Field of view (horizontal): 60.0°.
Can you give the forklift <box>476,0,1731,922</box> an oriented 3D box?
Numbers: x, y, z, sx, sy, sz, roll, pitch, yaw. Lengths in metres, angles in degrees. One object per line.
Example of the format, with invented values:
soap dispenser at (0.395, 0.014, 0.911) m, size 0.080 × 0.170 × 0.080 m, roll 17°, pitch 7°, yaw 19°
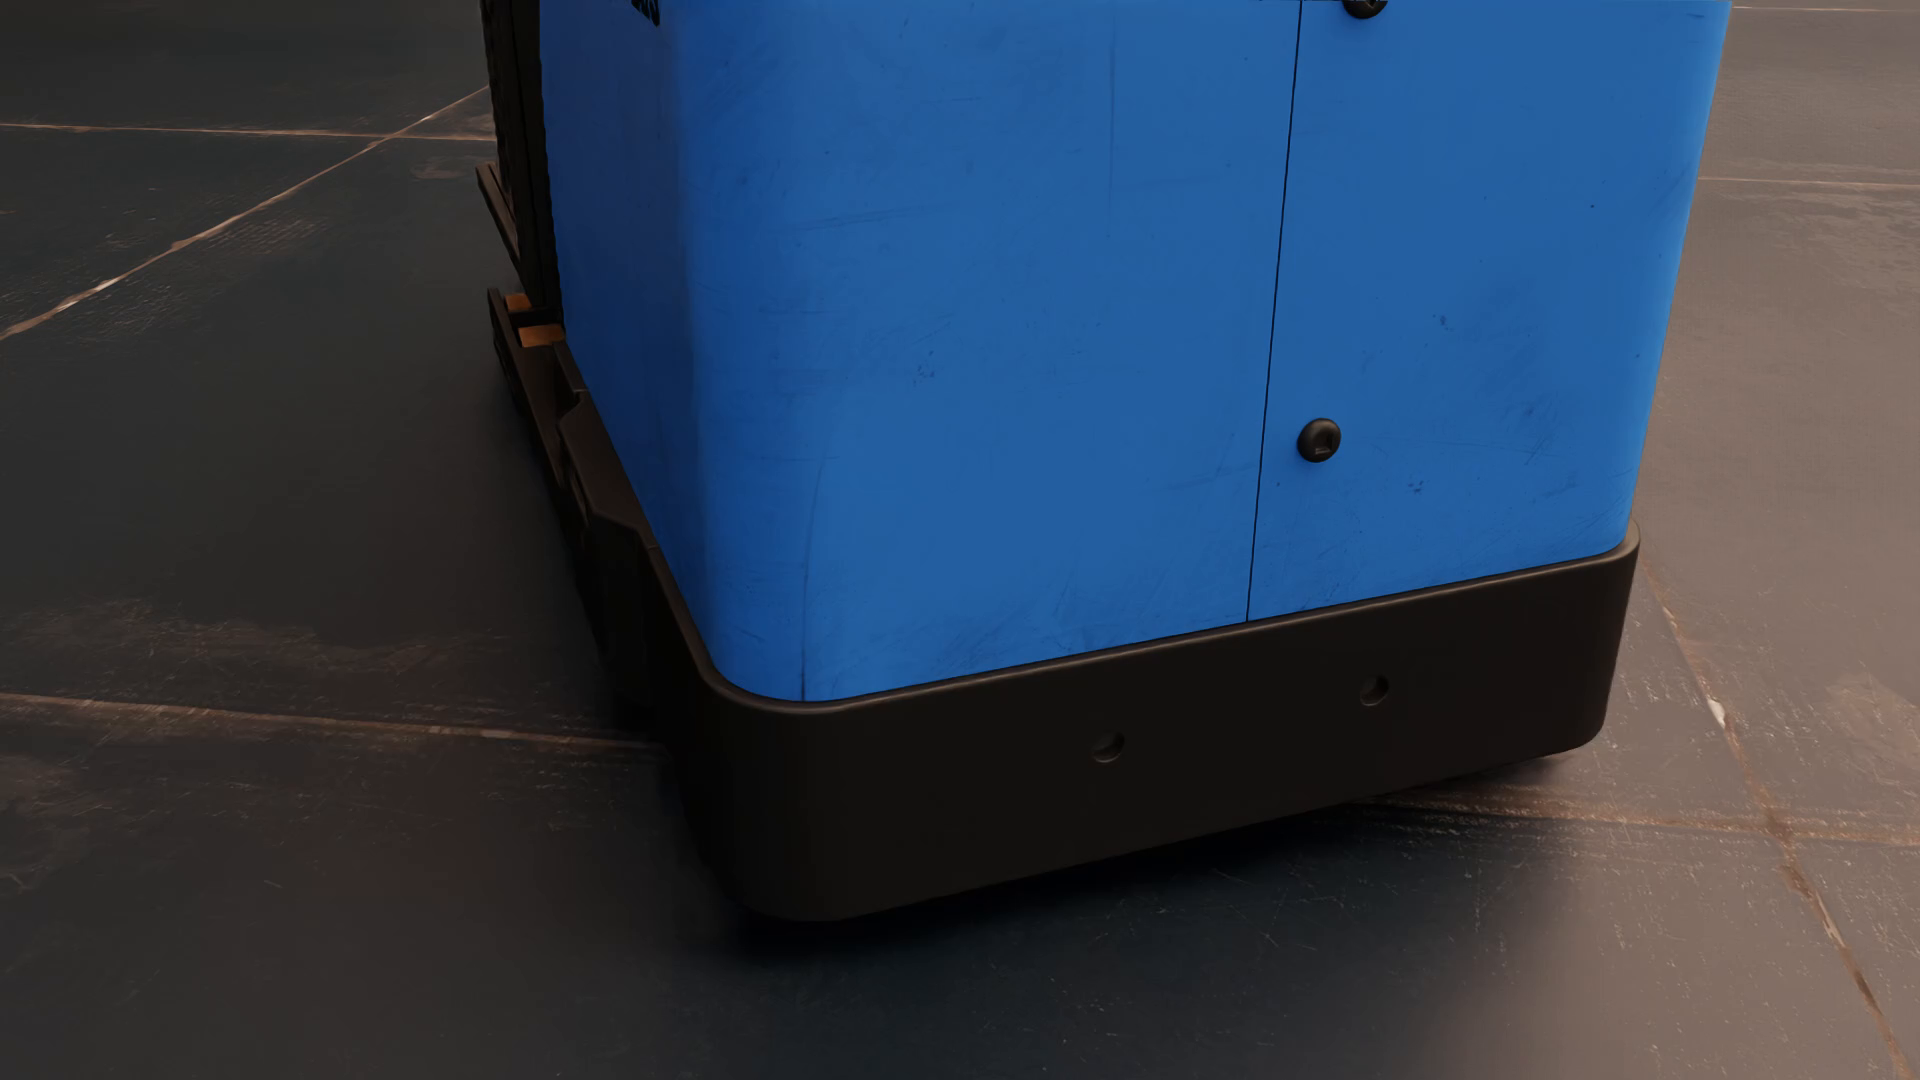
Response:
forklift at (-0.234, -1.580, 2.385) m, size 1.130 × 2.935 × 3.031 m, roll -9°, pitch 28°, yaw -18°
